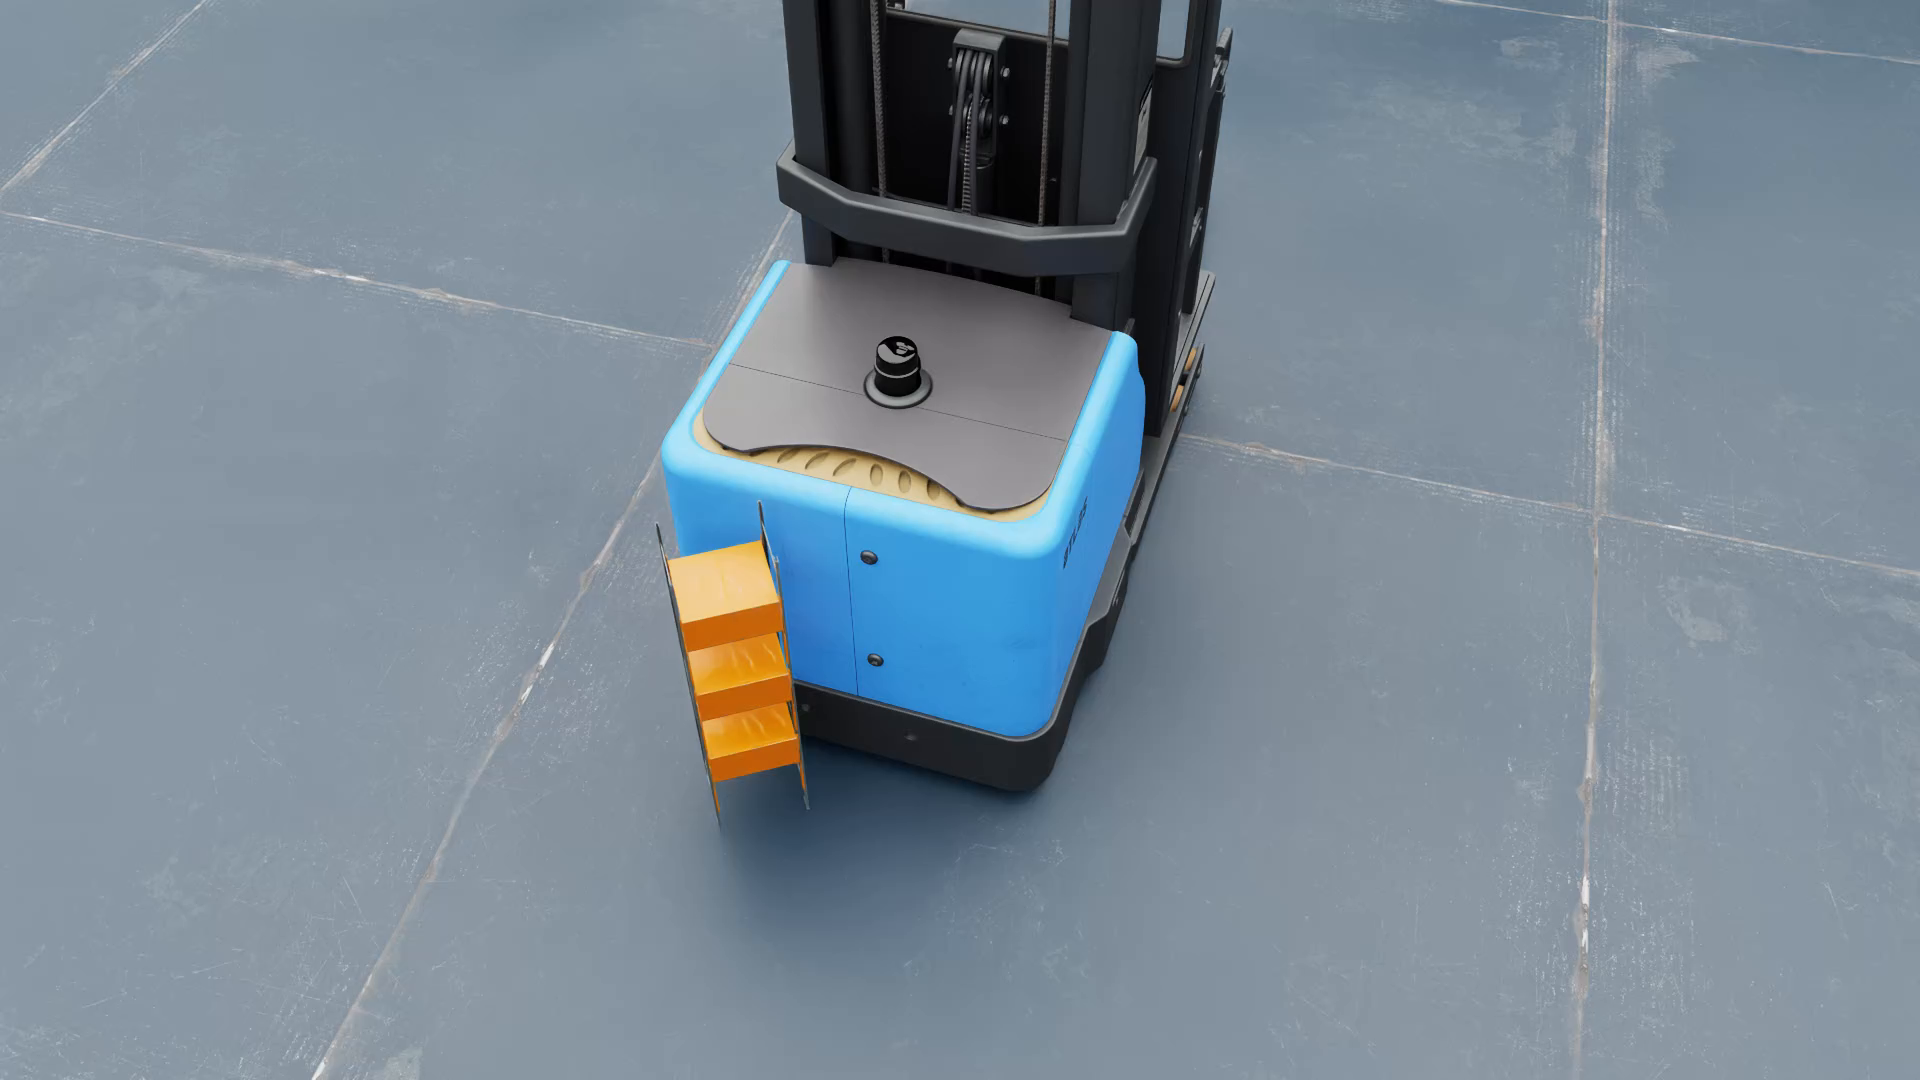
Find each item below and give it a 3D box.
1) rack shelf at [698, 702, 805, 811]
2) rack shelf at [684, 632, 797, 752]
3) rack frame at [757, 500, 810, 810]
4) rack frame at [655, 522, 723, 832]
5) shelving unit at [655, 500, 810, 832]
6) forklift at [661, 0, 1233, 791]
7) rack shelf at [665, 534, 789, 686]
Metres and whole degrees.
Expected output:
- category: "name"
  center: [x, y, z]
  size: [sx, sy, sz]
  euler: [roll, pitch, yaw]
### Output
- category: "rack shelf"
  center: [-0.564, 0.542, 4.456]
  size: [0.240, 0.259, 0.215]
  euler: [-13, 50, -11]
- category: "rack shelf"
  center: [-0.564, 0.359, 4.247]
  size: [0.240, 0.259, 0.215]
  euler: [-13, 50, -11]
- category: "rack frame"
  center: [-0.447, 0.325, 4.263]
  size: [0.008, 1.050, 0.200]
  euler: [-13, 50, -11]
- category: "rack frame"
  center: [-0.681, 0.378, 4.216]
  size: [0.008, 1.050, 0.200]
  euler: [-13, 50, -11]
- category: "shelving unit"
  center: [-0.564, 0.352, 4.240]
  size: [0.252, 1.050, 0.215]
  euler: [-13, 50, -11]
- category: "forklift"
  center: [0.195, -1.415, 4.544]
  size: [1.130, 2.935, 3.031]
  euler: [14, 50, 12]
- category: "rack shelf"
  center: [-0.564, 0.171, 4.035]
  size: [0.240, 0.259, 0.215]
  euler: [-13, 50, -11]
